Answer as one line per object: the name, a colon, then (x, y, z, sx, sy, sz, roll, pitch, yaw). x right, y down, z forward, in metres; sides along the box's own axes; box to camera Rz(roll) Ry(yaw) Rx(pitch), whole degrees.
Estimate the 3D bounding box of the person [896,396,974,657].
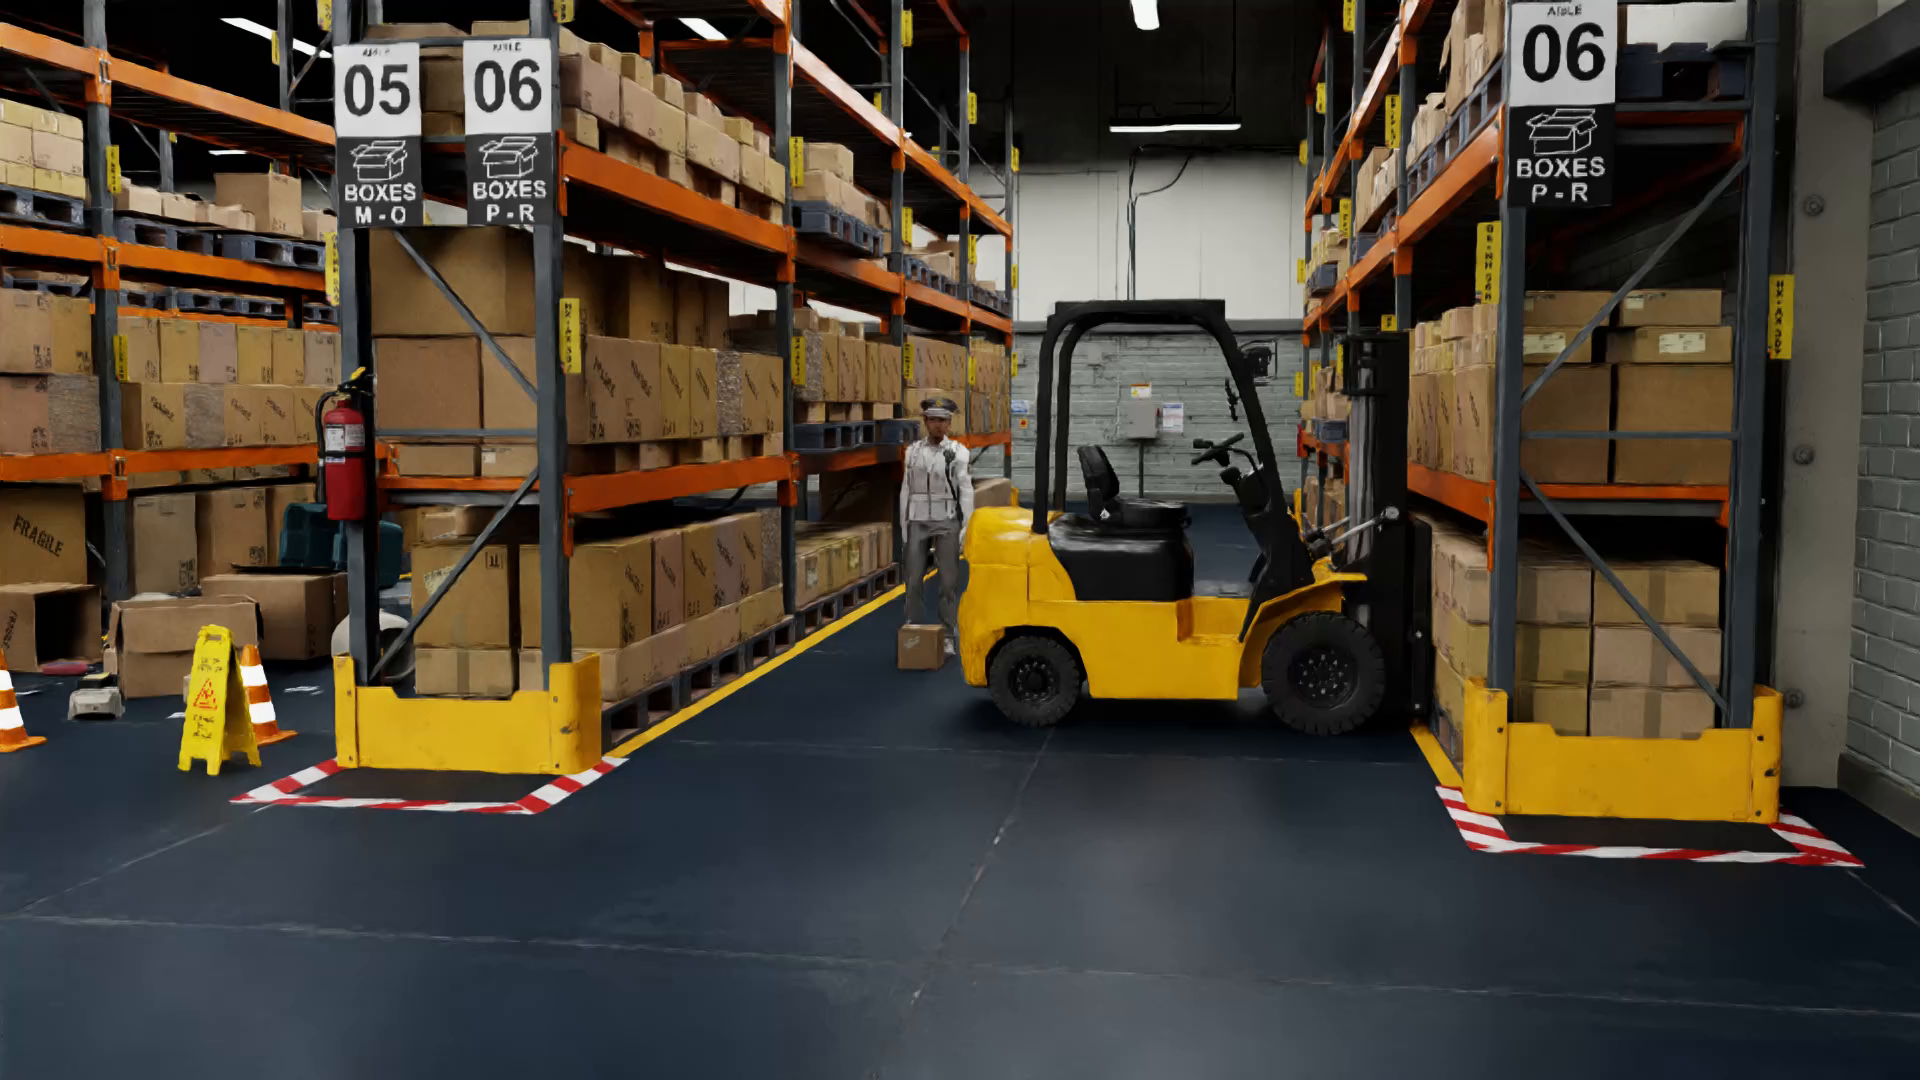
person: (-0.157, -0.086, 10.806, 0.494, 1.691, 0.385, 1, 5, 10)
